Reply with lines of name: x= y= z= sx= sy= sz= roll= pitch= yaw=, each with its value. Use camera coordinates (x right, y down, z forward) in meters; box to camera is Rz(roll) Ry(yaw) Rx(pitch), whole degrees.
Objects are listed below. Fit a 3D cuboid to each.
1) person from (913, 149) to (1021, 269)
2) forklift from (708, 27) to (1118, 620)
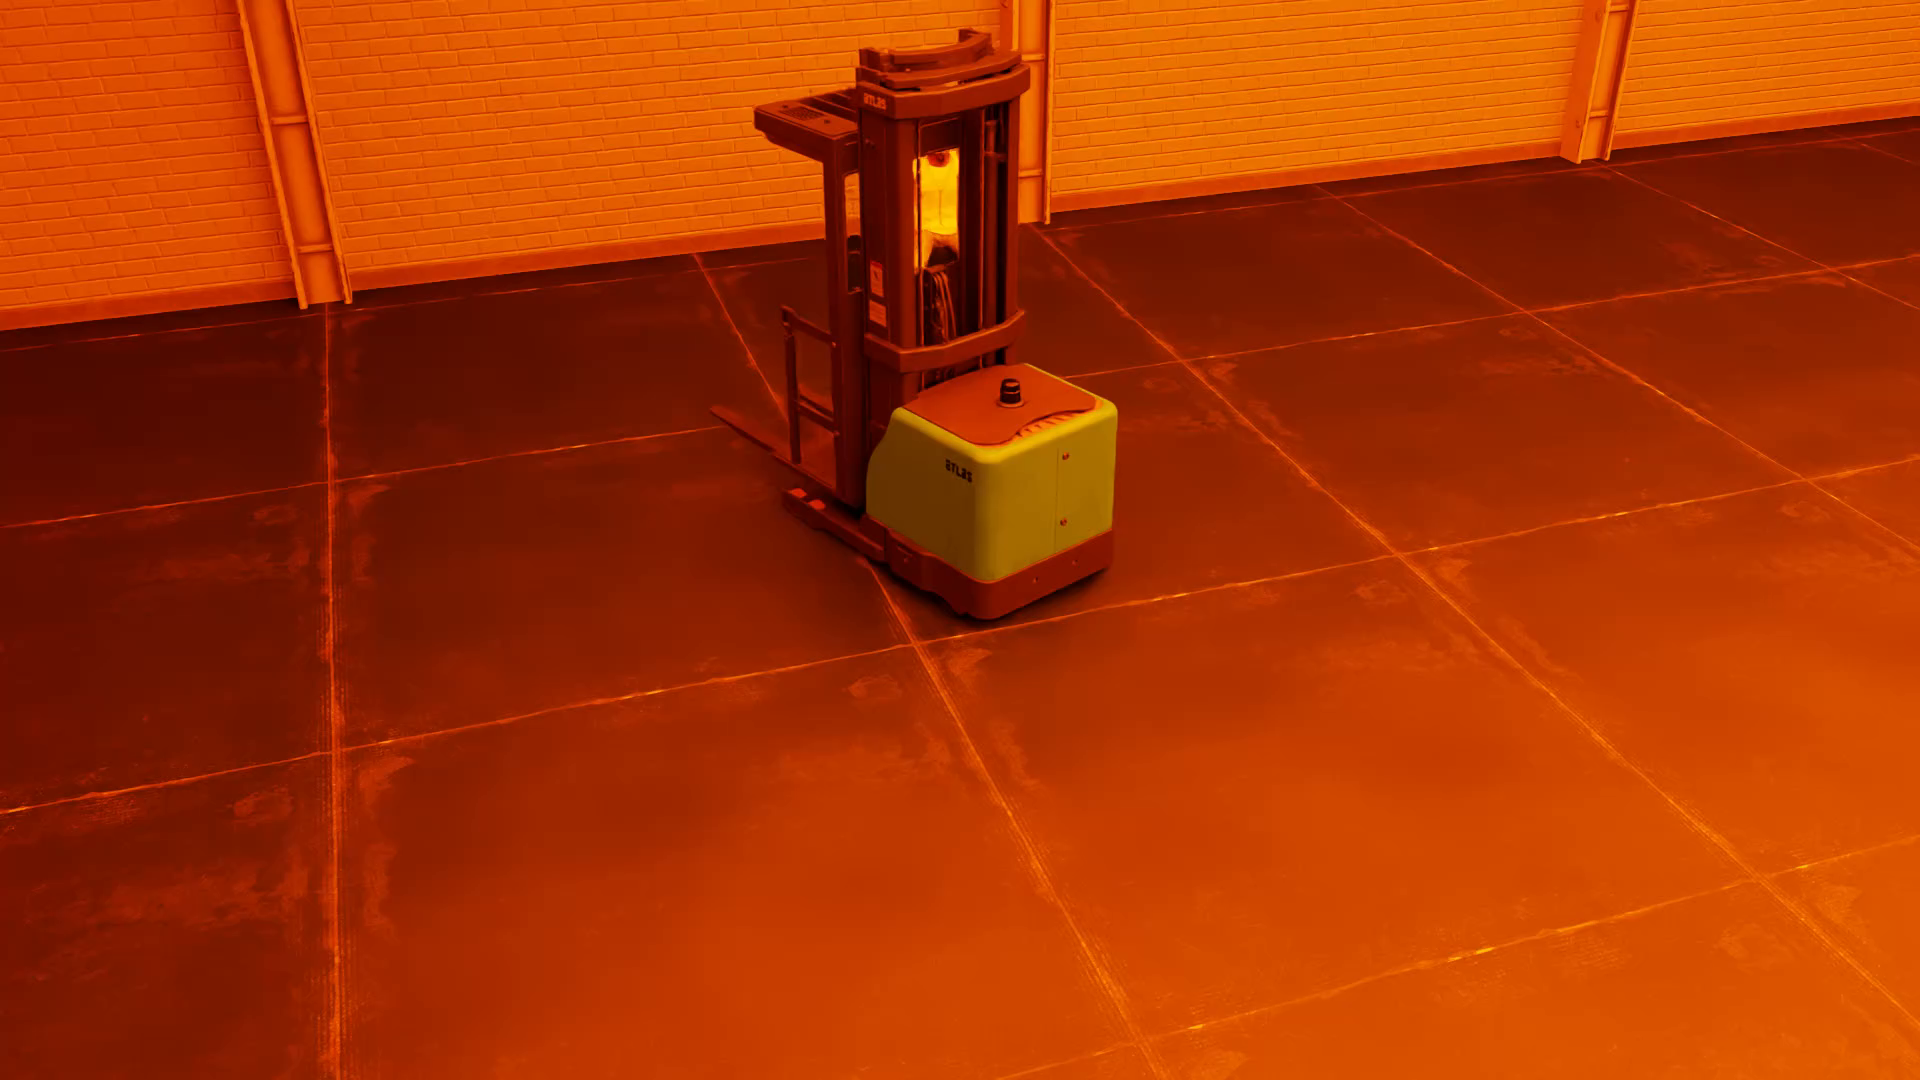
person: x=-0.086 y=-2.379 z=12.612 sx=1.073 sy=1.600 sz=0.979 roll=-9 pitch=31 yaw=-15
forklift: x=-0.449 y=-1.493 z=9.681 sx=1.130 sy=2.935 sz=3.031 roll=-23 pitch=37 yaw=-34
